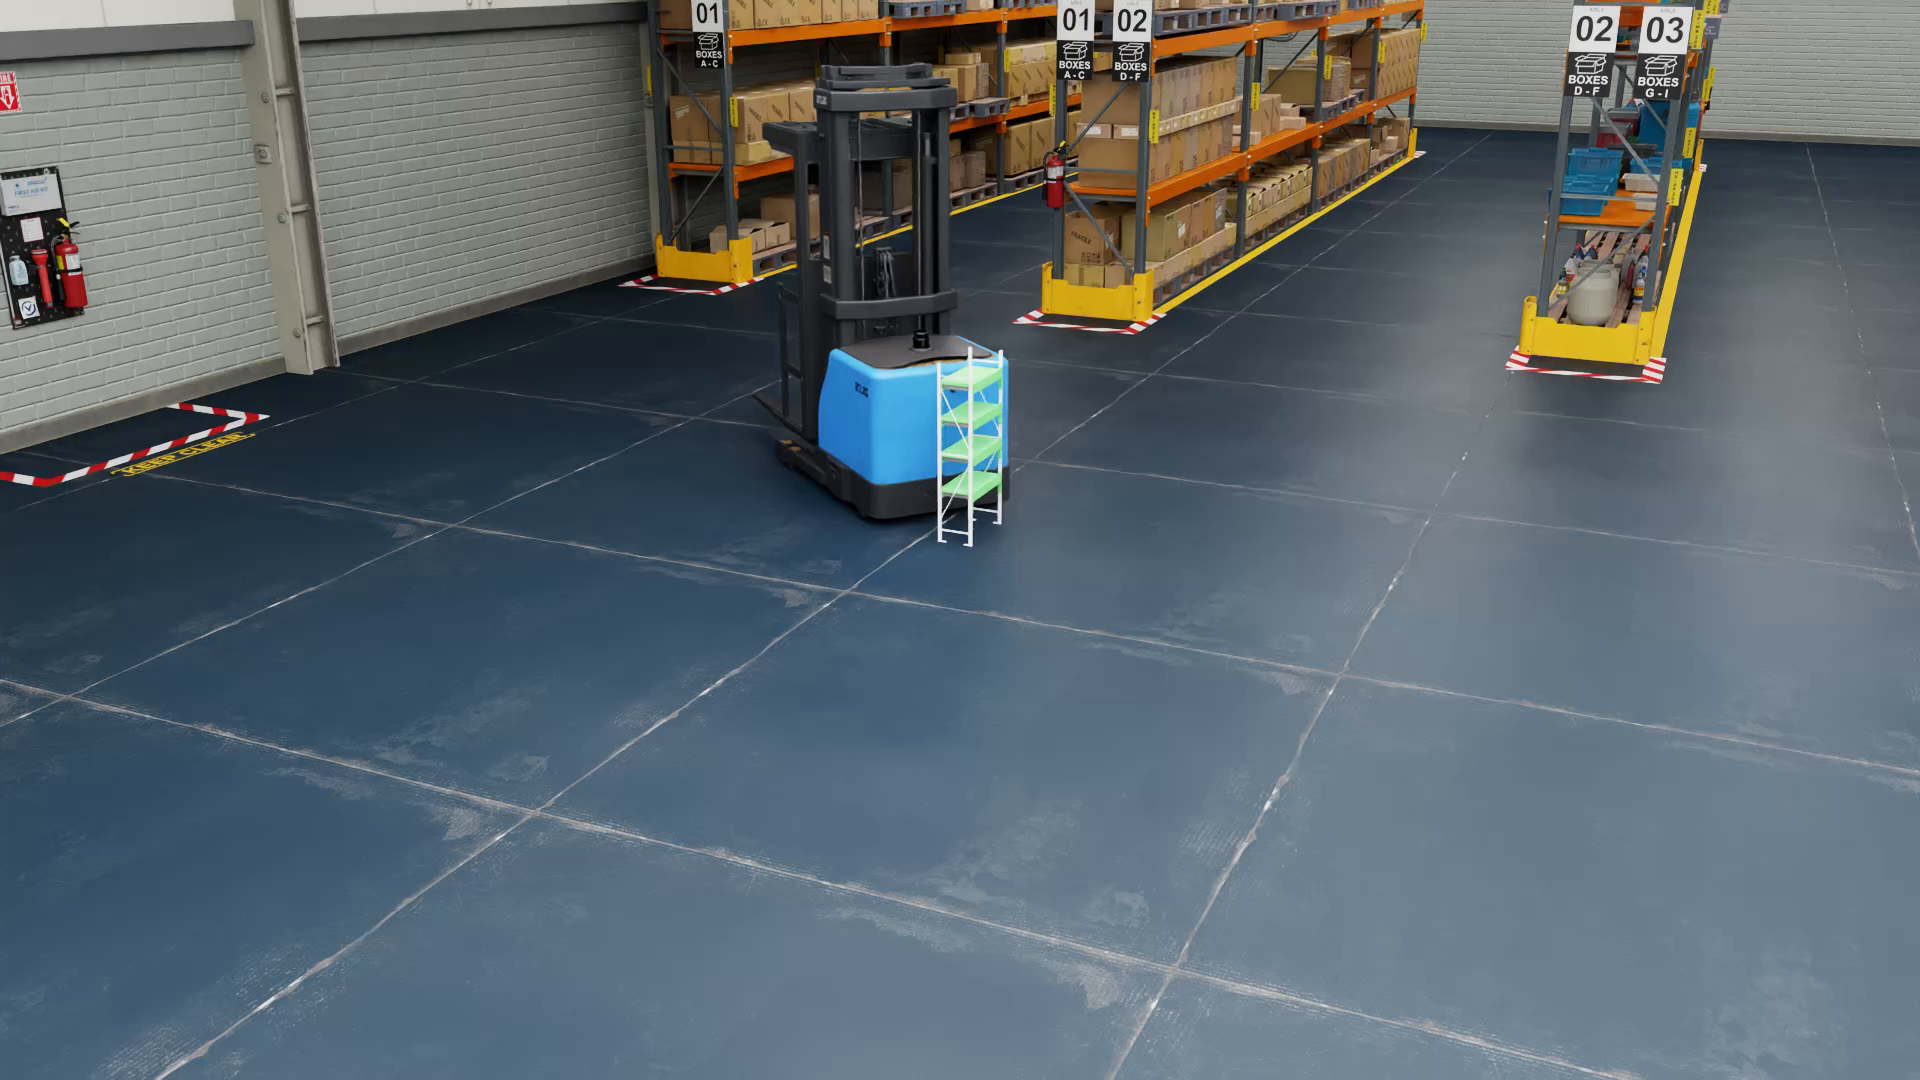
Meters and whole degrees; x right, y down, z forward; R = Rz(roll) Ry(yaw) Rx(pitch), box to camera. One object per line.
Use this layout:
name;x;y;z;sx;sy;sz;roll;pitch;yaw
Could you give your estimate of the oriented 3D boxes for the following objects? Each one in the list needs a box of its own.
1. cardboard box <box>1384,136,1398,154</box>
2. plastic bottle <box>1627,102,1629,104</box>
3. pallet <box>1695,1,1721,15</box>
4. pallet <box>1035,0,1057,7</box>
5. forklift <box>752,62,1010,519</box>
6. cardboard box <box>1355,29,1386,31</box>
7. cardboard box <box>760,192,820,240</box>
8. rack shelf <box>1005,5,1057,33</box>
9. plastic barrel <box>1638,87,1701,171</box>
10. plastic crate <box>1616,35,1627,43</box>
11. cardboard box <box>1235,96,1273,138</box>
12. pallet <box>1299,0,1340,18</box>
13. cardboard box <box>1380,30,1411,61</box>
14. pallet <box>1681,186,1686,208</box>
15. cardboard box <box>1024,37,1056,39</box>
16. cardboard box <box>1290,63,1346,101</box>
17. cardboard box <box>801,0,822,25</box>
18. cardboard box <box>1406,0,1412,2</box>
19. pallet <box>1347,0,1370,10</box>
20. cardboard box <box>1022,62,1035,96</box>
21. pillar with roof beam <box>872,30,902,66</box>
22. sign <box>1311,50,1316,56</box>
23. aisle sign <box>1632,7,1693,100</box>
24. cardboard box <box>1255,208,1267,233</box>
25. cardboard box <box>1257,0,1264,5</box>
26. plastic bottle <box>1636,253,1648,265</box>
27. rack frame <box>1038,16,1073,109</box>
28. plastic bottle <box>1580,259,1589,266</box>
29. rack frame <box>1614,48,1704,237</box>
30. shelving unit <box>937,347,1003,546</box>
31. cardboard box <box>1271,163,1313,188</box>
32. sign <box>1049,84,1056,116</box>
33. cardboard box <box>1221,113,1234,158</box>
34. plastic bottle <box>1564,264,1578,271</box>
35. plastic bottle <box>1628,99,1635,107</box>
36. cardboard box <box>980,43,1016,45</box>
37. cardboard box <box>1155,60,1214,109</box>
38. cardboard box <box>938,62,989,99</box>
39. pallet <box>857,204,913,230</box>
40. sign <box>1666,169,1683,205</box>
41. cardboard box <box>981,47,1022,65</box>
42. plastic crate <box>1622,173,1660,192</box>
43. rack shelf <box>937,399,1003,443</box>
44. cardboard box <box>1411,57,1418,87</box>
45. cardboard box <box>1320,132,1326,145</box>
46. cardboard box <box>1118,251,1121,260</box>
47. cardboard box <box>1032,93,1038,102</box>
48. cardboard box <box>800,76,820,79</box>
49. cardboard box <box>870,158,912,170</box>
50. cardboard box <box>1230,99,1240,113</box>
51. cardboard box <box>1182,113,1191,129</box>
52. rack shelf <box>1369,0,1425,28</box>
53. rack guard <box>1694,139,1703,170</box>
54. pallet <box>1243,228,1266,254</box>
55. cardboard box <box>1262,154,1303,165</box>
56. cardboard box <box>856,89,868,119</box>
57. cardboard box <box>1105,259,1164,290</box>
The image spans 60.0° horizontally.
cardboard box;7.603;-7.145;30.030;0.500;0.250;0.500;9;21;23
plastic bottle;9.634;-6.167;24.007;0.061;0.283;0.133;9;21;23
pallet;9.661;-7.138;22.368;1.003;0.211;1.213;9;21;23
pallet;0.891;-8.823;27.107;1.003;0.211;1.213;10;22;25
forklift;-0.750;-1.974;12.146;1.130;2.935;3.031;-9;22;-24
cardboard box;7.388;-8.977;30.094;0.500;0.500;0.500;9;21;23
cardboard box;-2.110;-4.127;21.172;0.700;0.500;0.500;7;21;19
rack shelf;1.040;-8.638;27.379;1.077;0.370;4.000;9;21;23
plastic barrel;8.056;-4.683;18.912;0.600;0.901;0.708;9;21;23
plastic crate;6.489;-5.178;16.598;0.392;0.384;0.575;9;21;23
cardboard box;3.854;-5.645;22.216;0.500;0.500;0.500;9;21;23
pallet;4.545;-7.379;23.045;1.213;0.211;1.003;10;22;25
cardboard box;7.672;-8.750;29.455;0.500;0.500;0.500;9;22;24
pallet;10.543;-5.272;25.478;1.003;0.211;1.213;9;21;23
cardboard box;1.433;-8.620;28.990;0.500;0.250;0.500;9;22;24
cardboard box;5.445;-6.980;25.344;0.700;0.500;0.500;13;23;33
cardboard box;-2.029;-6.530;20.198;0.500;0.500;0.500;10;22;26
cardboard box;7.640;-9.563;29.129;0.500;0.250;0.500;9;21;23
pallet;5.626;-8.314;25.675;1.213;0.211;1.003;9;21;23
cardboard box;0.876;-7.421;26.737;0.500;0.500;0.500;9;22;24
pillar with roof beam;2.827;-8.910;22.592;9.100;9.000;0.400;9;21;23
sign;5.881;-7.977;27.630;0.100;0.325;0.005;9;21;23
aisle sign;6.221;-4.310;14.732;0.394;0.787;0.004;9;21;23
cardboard box;3.705;-4.199;21.776;0.500;0.250;0.500;9;22;24
cardboard box;3.587;-6.947;21.147;0.500;0.250;0.500;6;21;17
plastic bottle;7.409;-2.936;18.044;0.144;0.351;0.185;8;21;22
rack frame;1.859;-8.175;29.480;1.000;3.000;0.127;9;21;23
plastic bottle;6.806;-2.904;18.067;0.152;0.276;0.135;9;21;23
rack frame;9.259;-5.593;22.219;1.000;3.000;0.127;9;21;23
shelving unit;0.068;-0.616;10.910;0.258;1.200;0.503;9;21;23
cardboard box;4.752;-5.247;23.885;0.500;0.311;0.500;9;22;24
sign;0.976;-4.564;17.245;0.100;0.325;0.005;9;21;23
cardboard box;2.928;-4.962;20.295;0.700;0.500;0.500;8;21;21
plastic bottle;6.520;-2.809;17.799;0.152;0.276;0.135;8;21;21
plastic bottle;9.607;-6.144;23.843;0.144;0.351;0.185;9;21;23
cardboard box;0.598;-7.991;27.220;0.500;0.250;0.500;8;21;21
cardboard box;2.516;-5.265;19.212;0.700;0.500;0.500;9;21;23
cardboard box;0.037;-7.062;25.544;0.700;0.500;0.500;6;20;16
pallet;-1.100;-4.654;23.741;1.003;0.211;1.213;9;21;23
sign;6.483;-3.201;15.081;0.100;0.325;0.005;9;21;23
cardboard box;0.654;-7.615;26.162;0.500;0.250;0.500;9;22;24
plastic crate;7.187;-3.715;17.332;0.530;0.136;0.437;9;21;23
rack shelf;0.068;-0.782;10.851;0.258;0.148;0.480;9;21;23
cardboard box;8.082;-8.592;30.504;0.500;0.500;0.500;9;22;24
cardboard box;5.550;-6.459;26.610;0.500;0.250;0.500;9;21;23
cardboard box;1.609;-3.090;18.657;0.500;0.250;0.500;9;21;23
cardboard box;1.068;-7.310;27.391;0.380;0.149;0.250;9;21;24
cardboard box;-1.800;-5.907;22.176;0.500;0.500;0.500;8;21;21
cardboard box;-0.954;-5.475;23.842;0.500;0.250;0.500;8;21;22
cardboard box;3.188;-5.291;20.254;0.380;0.149;0.250;9;21;23
cardboard box;2.348;-4.666;18.494;0.380;0.149;0.250;8;21;22
rack shelf;7.198;-9.182;28.909;1.077;0.370;4.000;9;21;23
rack guard;12.533;-6.870;29.541;1.175;0.500;0.348;9;21;23
pallet;3.370;-3.968;21.811;1.003;0.211;1.213;9;21;23
cardboard box;4.910;-5.622;25.373;0.500;0.500;0.500;9;22;25
cardboard box;-1.528;-5.682;21.543;0.500;0.500;0.500;8;21;22
cardboard box;1.888;-2.864;18.023;0.500;0.250;0.500;9;21;23
